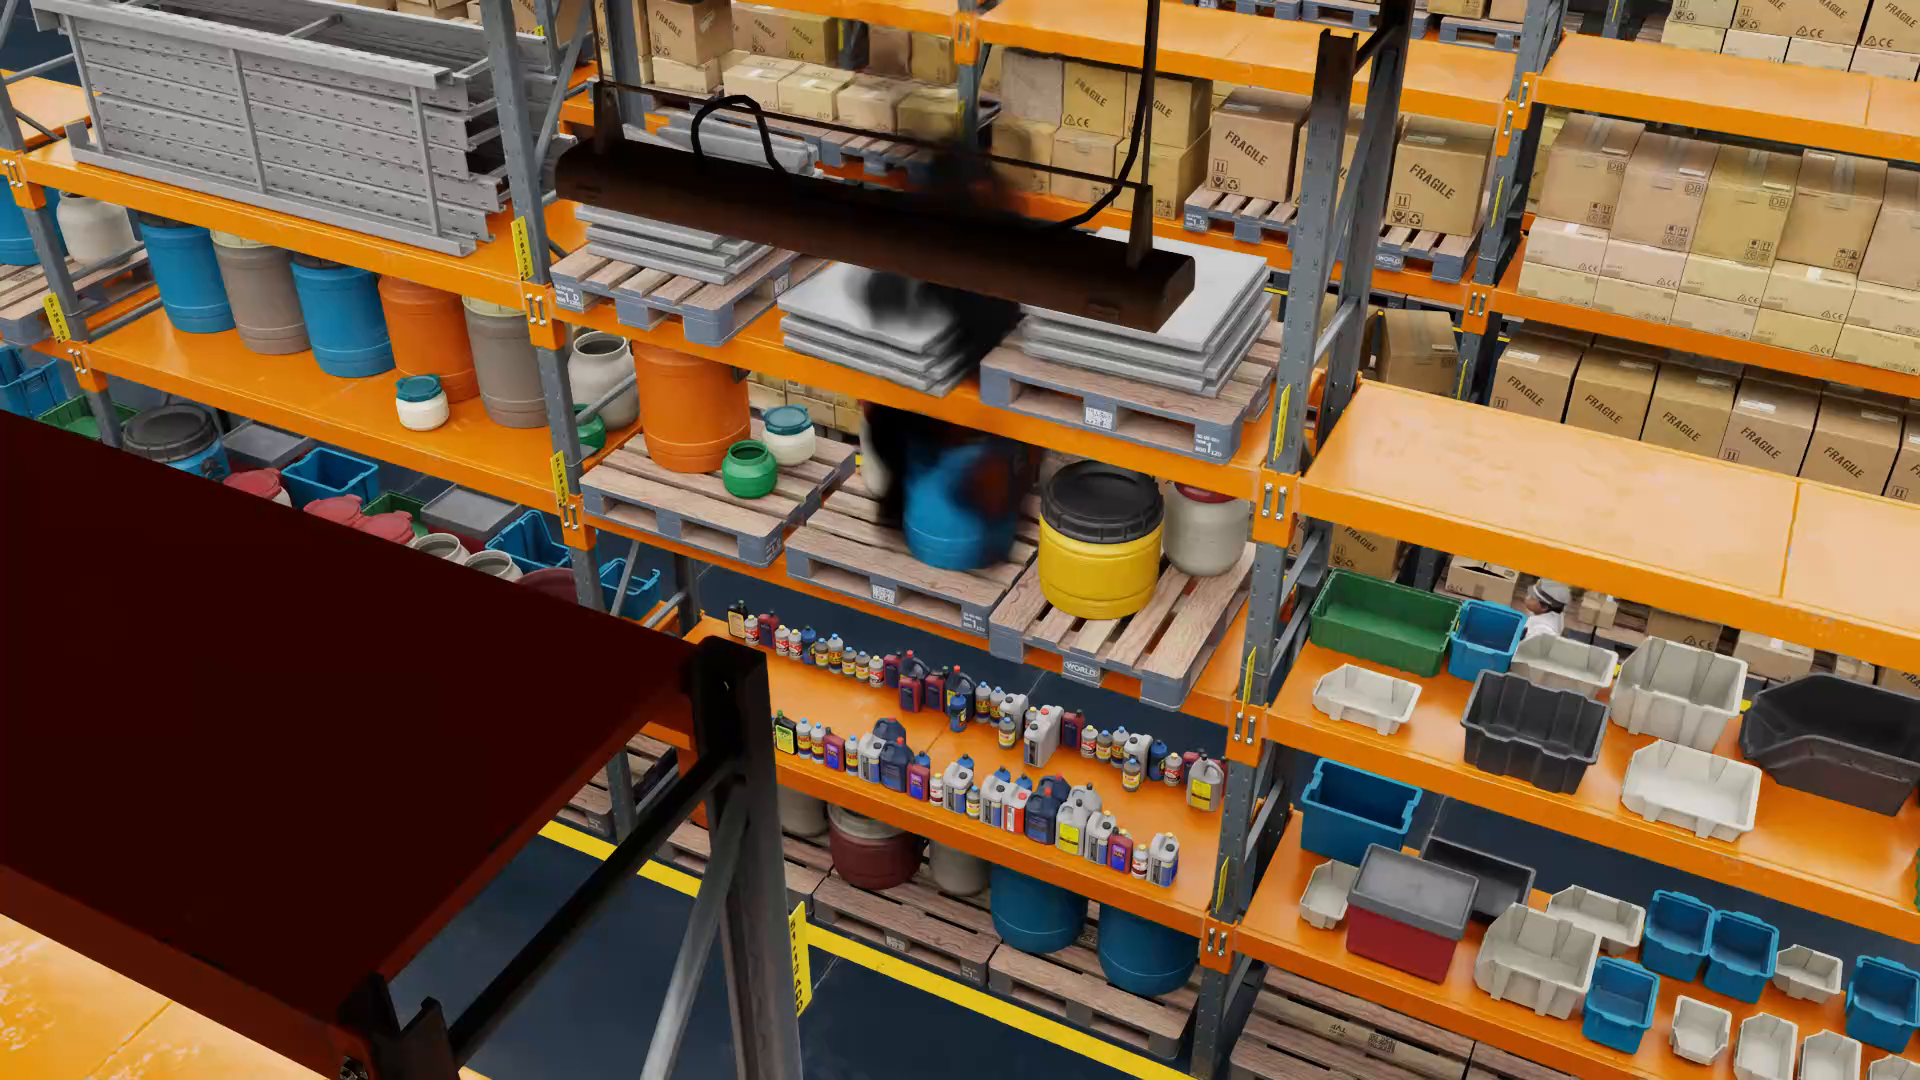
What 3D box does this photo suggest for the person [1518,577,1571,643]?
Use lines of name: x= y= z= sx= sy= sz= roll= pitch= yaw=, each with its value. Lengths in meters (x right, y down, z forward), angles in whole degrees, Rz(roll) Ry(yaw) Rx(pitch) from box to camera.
person: x=3.884 y=0.944 z=11.110 sx=0.685 sy=1.656 sz=0.603 roll=11 pitch=37 yaw=15

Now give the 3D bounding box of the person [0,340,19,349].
person: x=-8.592 y=-1.707 z=14.889 sx=0.767 sy=1.763 sz=0.734 roll=1 pitch=35 yaw=1
